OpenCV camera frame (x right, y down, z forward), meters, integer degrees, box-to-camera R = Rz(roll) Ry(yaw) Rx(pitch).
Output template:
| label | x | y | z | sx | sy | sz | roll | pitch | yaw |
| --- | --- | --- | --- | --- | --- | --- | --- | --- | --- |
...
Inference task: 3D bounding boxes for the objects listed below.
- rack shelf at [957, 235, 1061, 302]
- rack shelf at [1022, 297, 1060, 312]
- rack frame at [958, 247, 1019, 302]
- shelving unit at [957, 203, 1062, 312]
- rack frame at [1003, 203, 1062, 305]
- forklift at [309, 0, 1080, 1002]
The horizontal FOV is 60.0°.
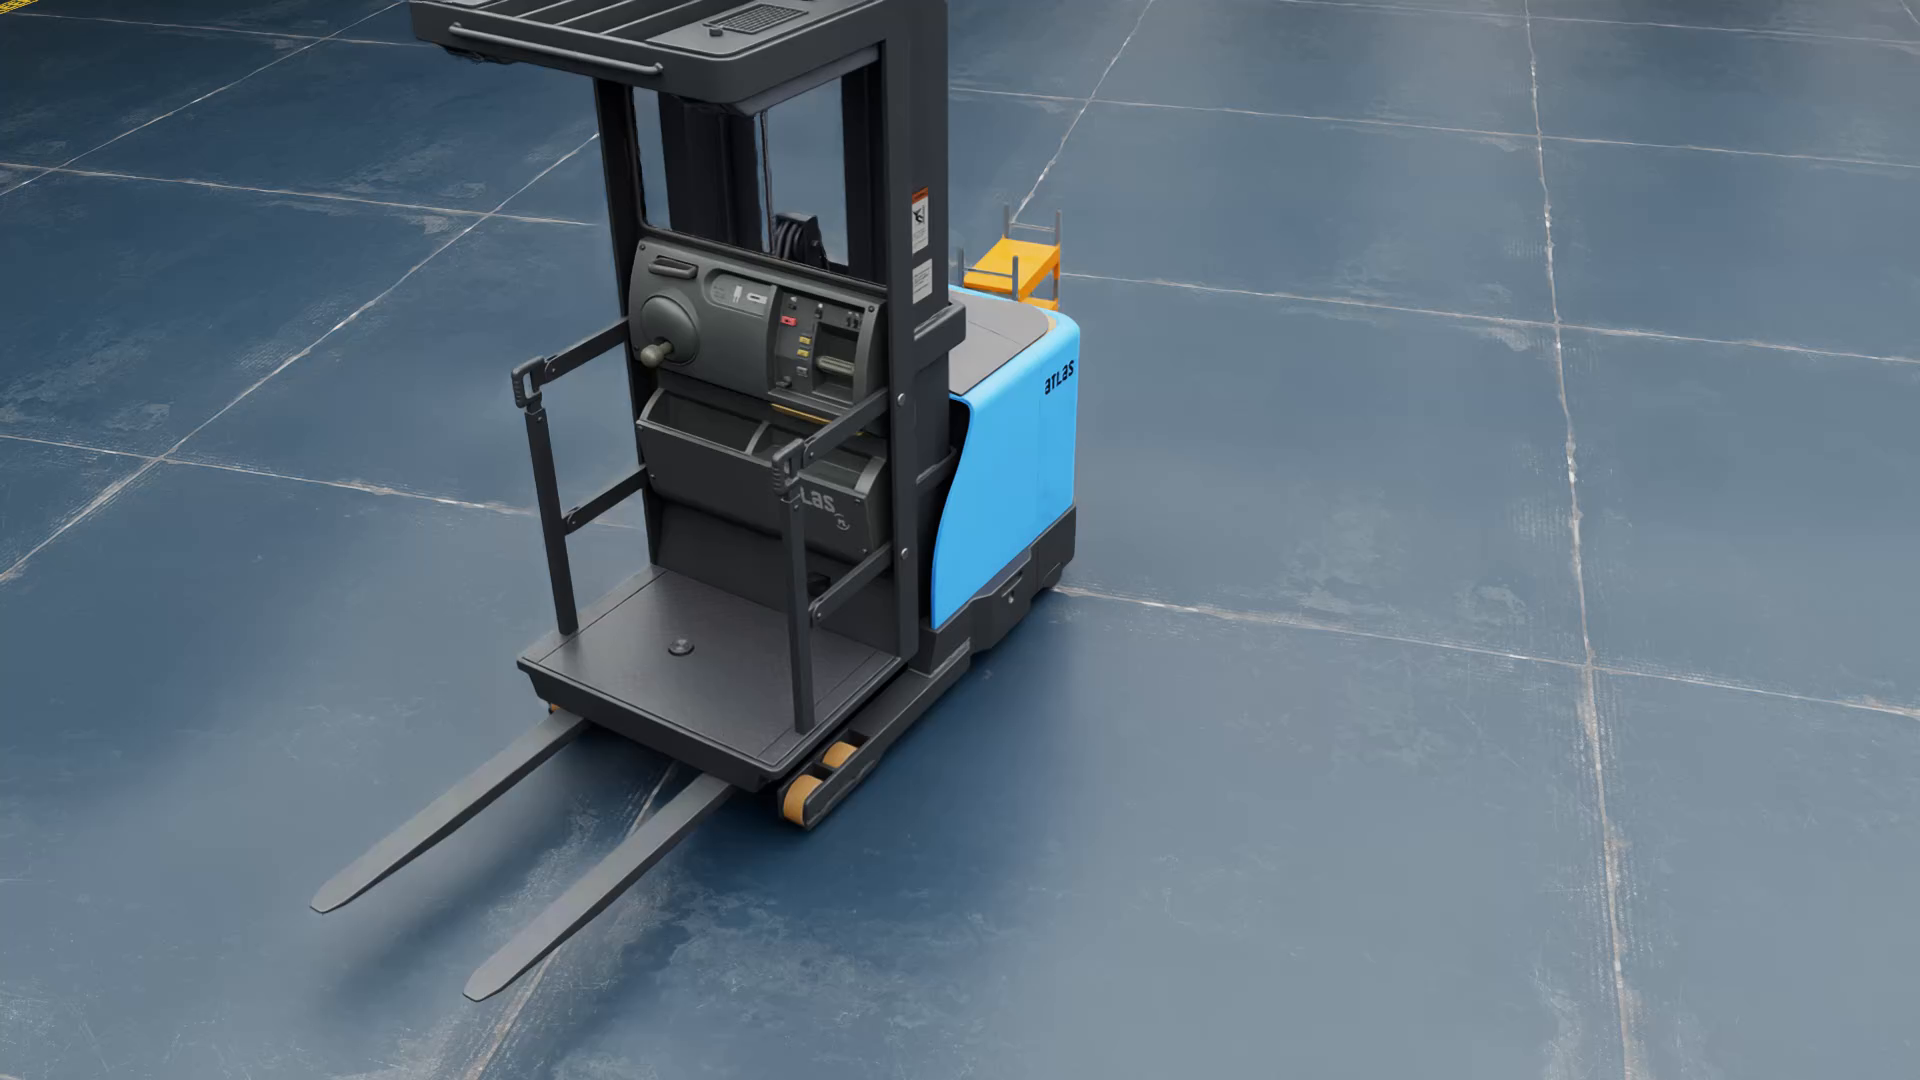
| label | x | y | z | sx | sy | sz | roll | pitch | yaw |
| --- | --- | --- | --- | --- | --- | --- | --- | --- | --- |
| rack shelf | 0.196 | -1.022 | 6.506 | 0.258 | 0.148 | 0.480 | 12 | 34 | 18 |
| rack shelf | 0.196 | -0.822 | 6.633 | 0.258 | 0.148 | 0.480 | 12 | 34 | 18 |
| rack frame | 0.105 | -0.569 | 6.526 | 0.240 | 1.200 | 0.015 | 12 | 34 | 18 |
| shelving unit | 0.196 | -0.690 | 6.717 | 0.258 | 1.200 | 0.503 | 12 | 34 | 18 |
| rack frame | 0.287 | -0.811 | 6.908 | 0.240 | 1.200 | 0.015 | 12 | 34 | 18 |
| forklift | -0.758 | -0.607 | 4.973 | 1.130 | 2.935 | 3.031 | 19 | 37 | 27 |
